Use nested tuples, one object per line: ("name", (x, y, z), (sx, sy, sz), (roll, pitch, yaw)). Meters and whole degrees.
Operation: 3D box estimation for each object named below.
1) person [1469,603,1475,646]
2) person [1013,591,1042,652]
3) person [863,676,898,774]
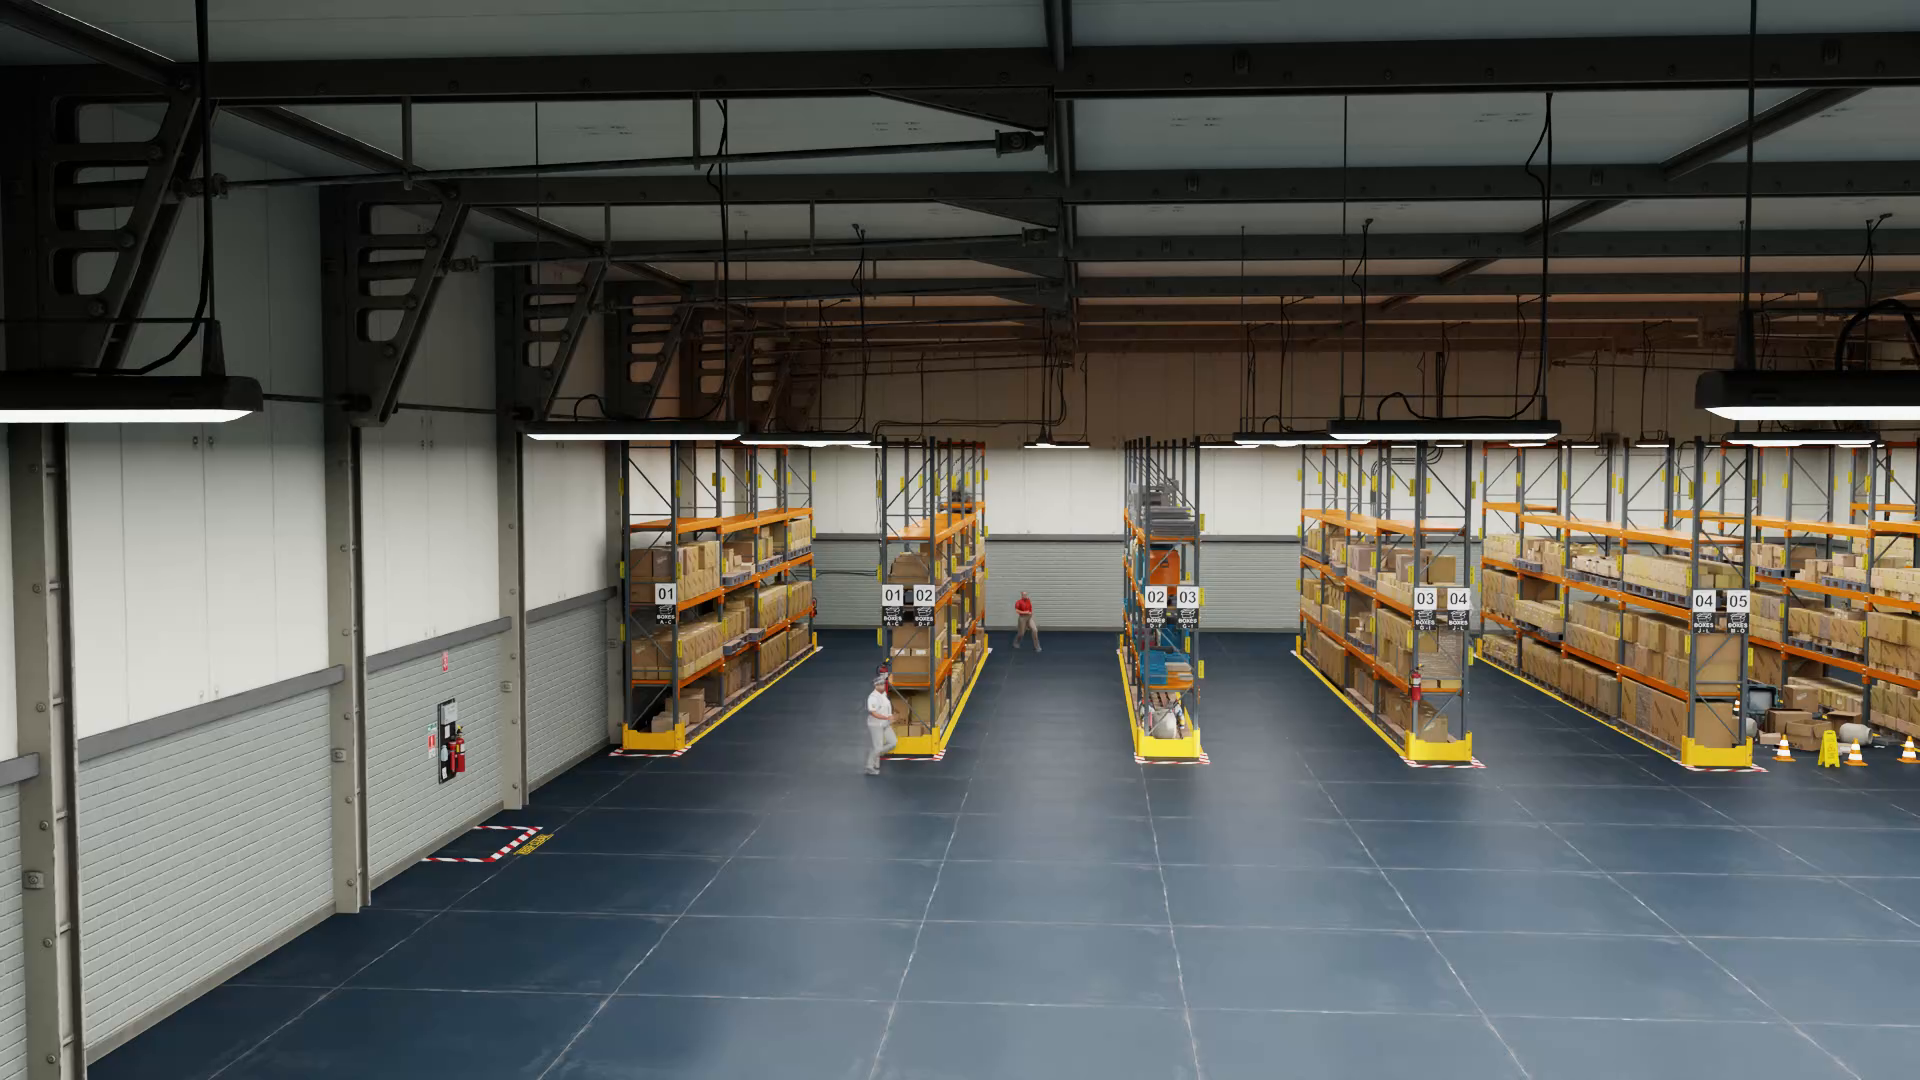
("person", (14.314, 2.269, 47.571), (0.860, 1.689, 0.708), (0, 3, 3))
("person", (1.863, 2.323, 47.624), (0.667, 1.753, 0.945), (-2, 4, -34))
("person", (-1.376, 3.272, 29.487), (0.673, 1.745, 0.655), (2, 3, 29))
